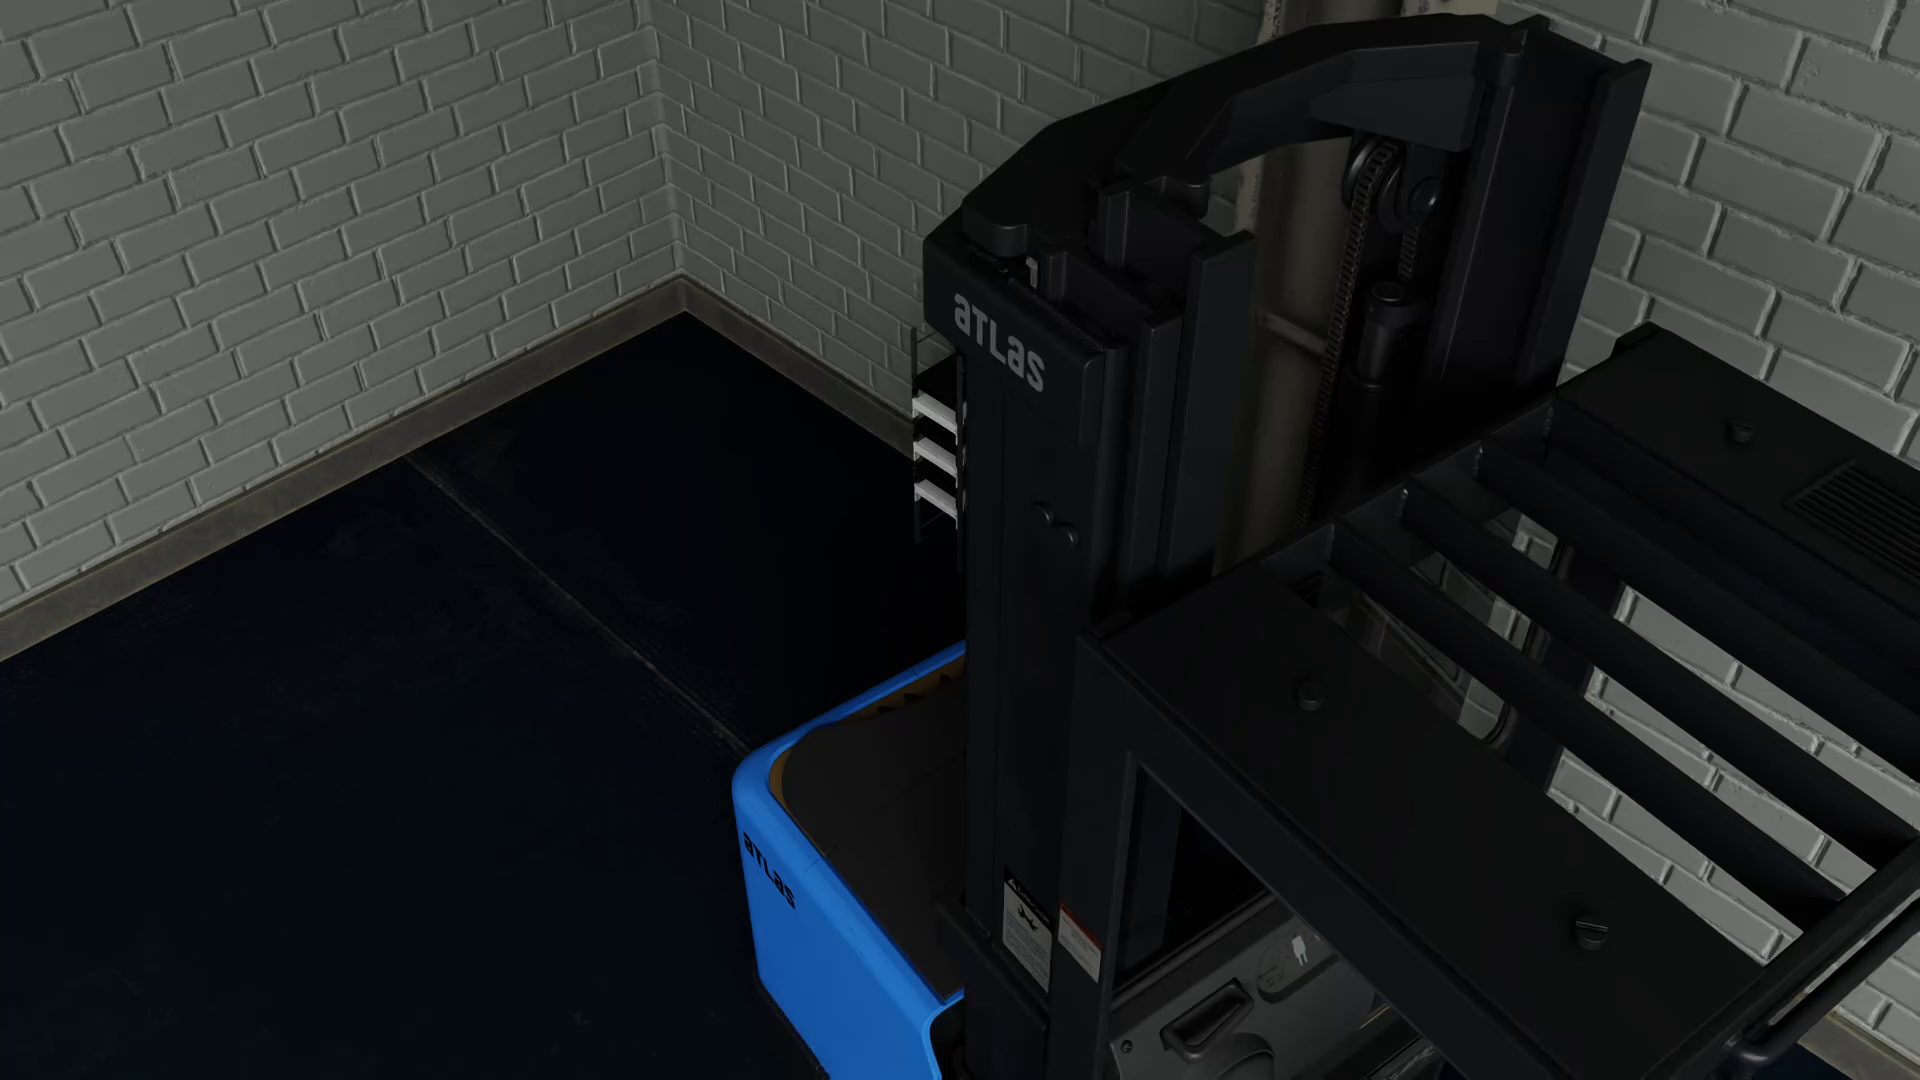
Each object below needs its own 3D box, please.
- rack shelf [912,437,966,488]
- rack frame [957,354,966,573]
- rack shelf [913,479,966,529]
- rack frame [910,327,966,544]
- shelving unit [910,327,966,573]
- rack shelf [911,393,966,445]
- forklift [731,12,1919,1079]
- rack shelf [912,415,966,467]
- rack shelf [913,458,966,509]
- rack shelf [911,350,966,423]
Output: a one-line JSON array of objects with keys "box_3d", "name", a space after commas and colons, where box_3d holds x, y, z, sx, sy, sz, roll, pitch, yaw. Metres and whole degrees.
[{"box_3d": [0.006, -0.302, 5.463, 0.258, 0.077, 0.200, -34, 53, -31], "name": "rack shelf"}, {"box_3d": [0.078, -0.278, 5.387, 0.240, 0.900, 0.006, -34, 53, -31], "name": "rack frame"}, {"box_3d": [0.006, -0.170, 5.585, 0.258, 0.077, 0.200, -34, 53, -31], "name": "rack shelf"}, {"box_3d": [-0.066, -0.375, 5.493, 0.240, 0.900, 0.006, -34, 53, -31], "name": "rack frame"}, {"box_3d": [0.006, -0.327, 5.440, 0.258, 0.900, 0.210, -34, 53, -31], "name": "shelving unit"}, {"box_3d": [0.006, -0.434, 5.341, 0.258, 0.077, 0.200, -34, 53, -31], "name": "rack shelf"}, {"box_3d": [0.755, 0.817, 2.707, 1.130, 2.935, 3.031, -26, 49, -26], "name": "forklift"}, {"box_3d": [0.006, -0.368, 5.402, 0.258, 0.077, 0.200, -34, 53, -31], "name": "rack shelf"}, {"box_3d": [0.006, -0.236, 5.524, 0.258, 0.077, 0.200, -34, 53, -31], "name": "rack shelf"}, {"box_3d": [0.006, -0.500, 5.280, 0.258, 0.077, 0.200, -34, 53, -31], "name": "rack shelf"}]
